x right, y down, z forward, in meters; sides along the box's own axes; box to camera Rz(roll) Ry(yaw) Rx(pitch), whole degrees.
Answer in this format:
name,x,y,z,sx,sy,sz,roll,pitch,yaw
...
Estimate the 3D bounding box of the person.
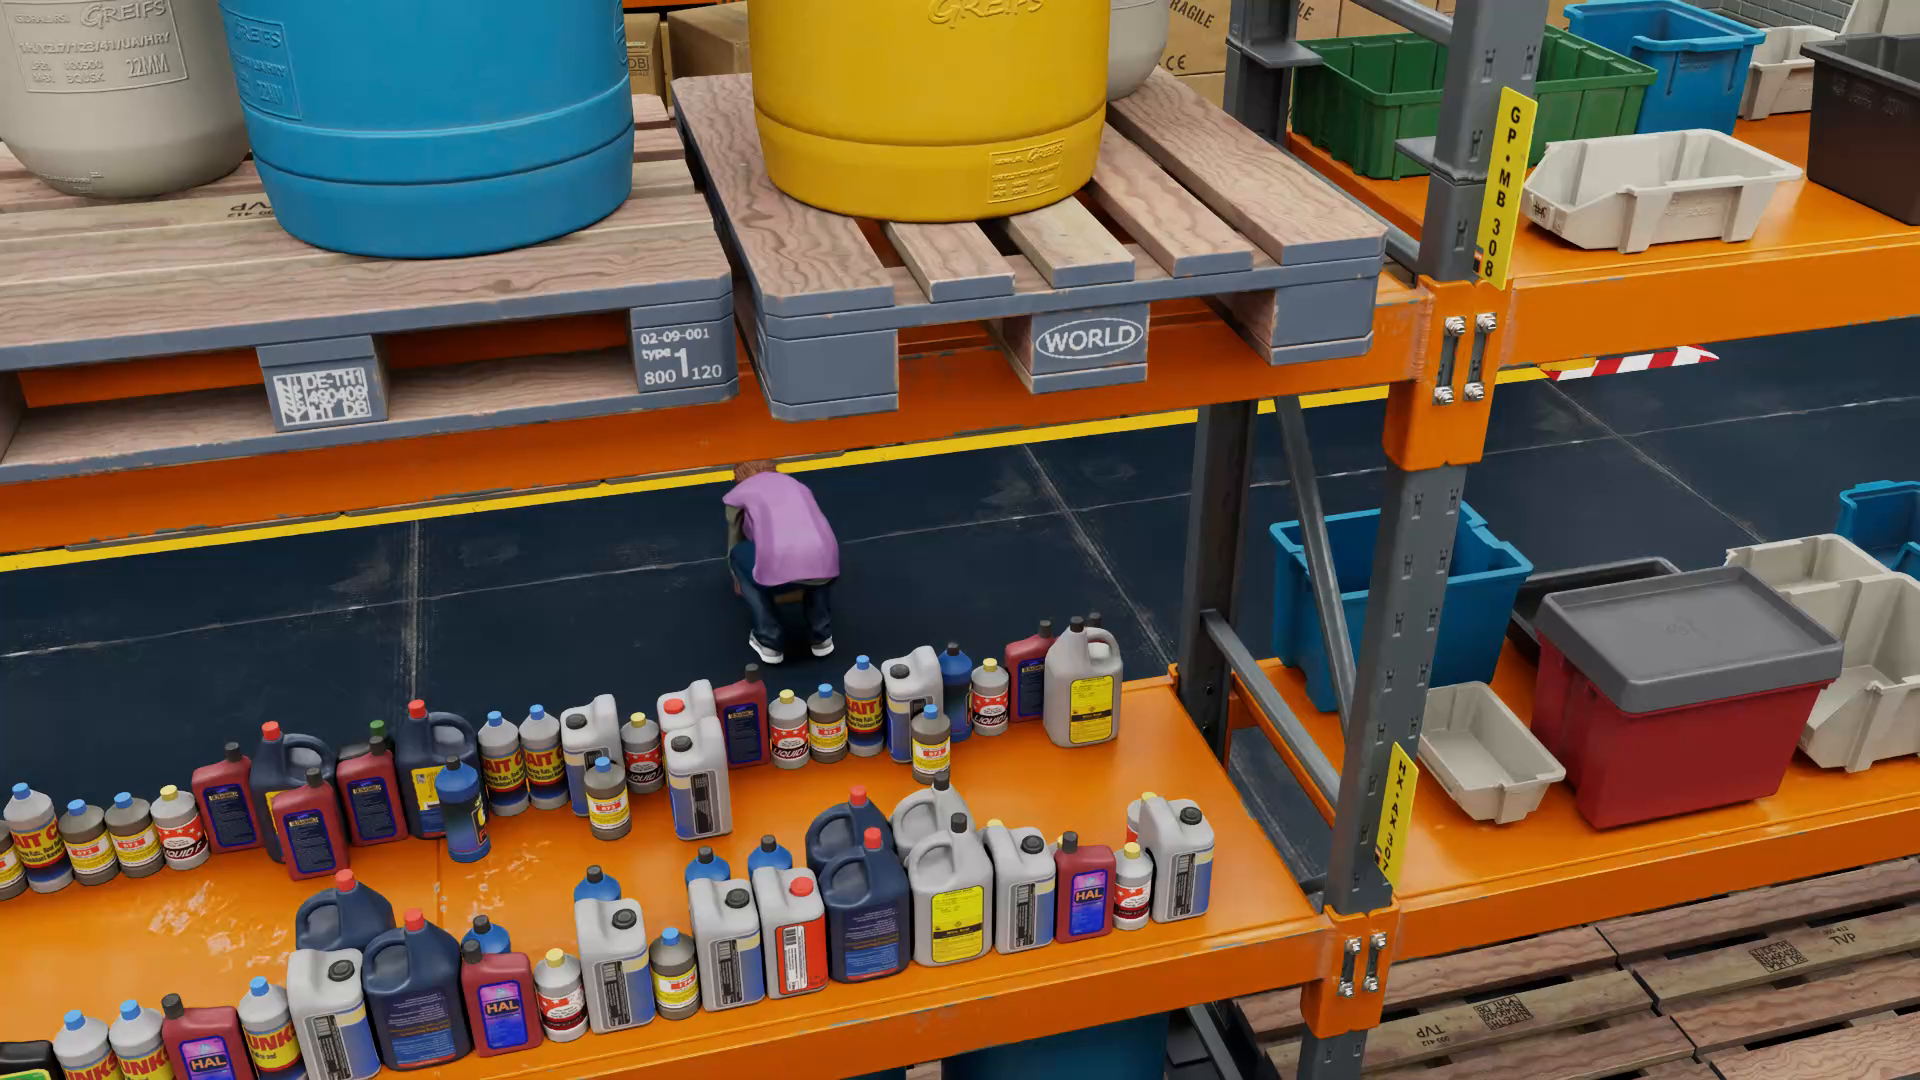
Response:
name,x,y,z,sx,sy,sz,roll,pitch,yaw
person,-0.740,0.090,6.906,0.419,0.715,0.868,-9,32,-14
